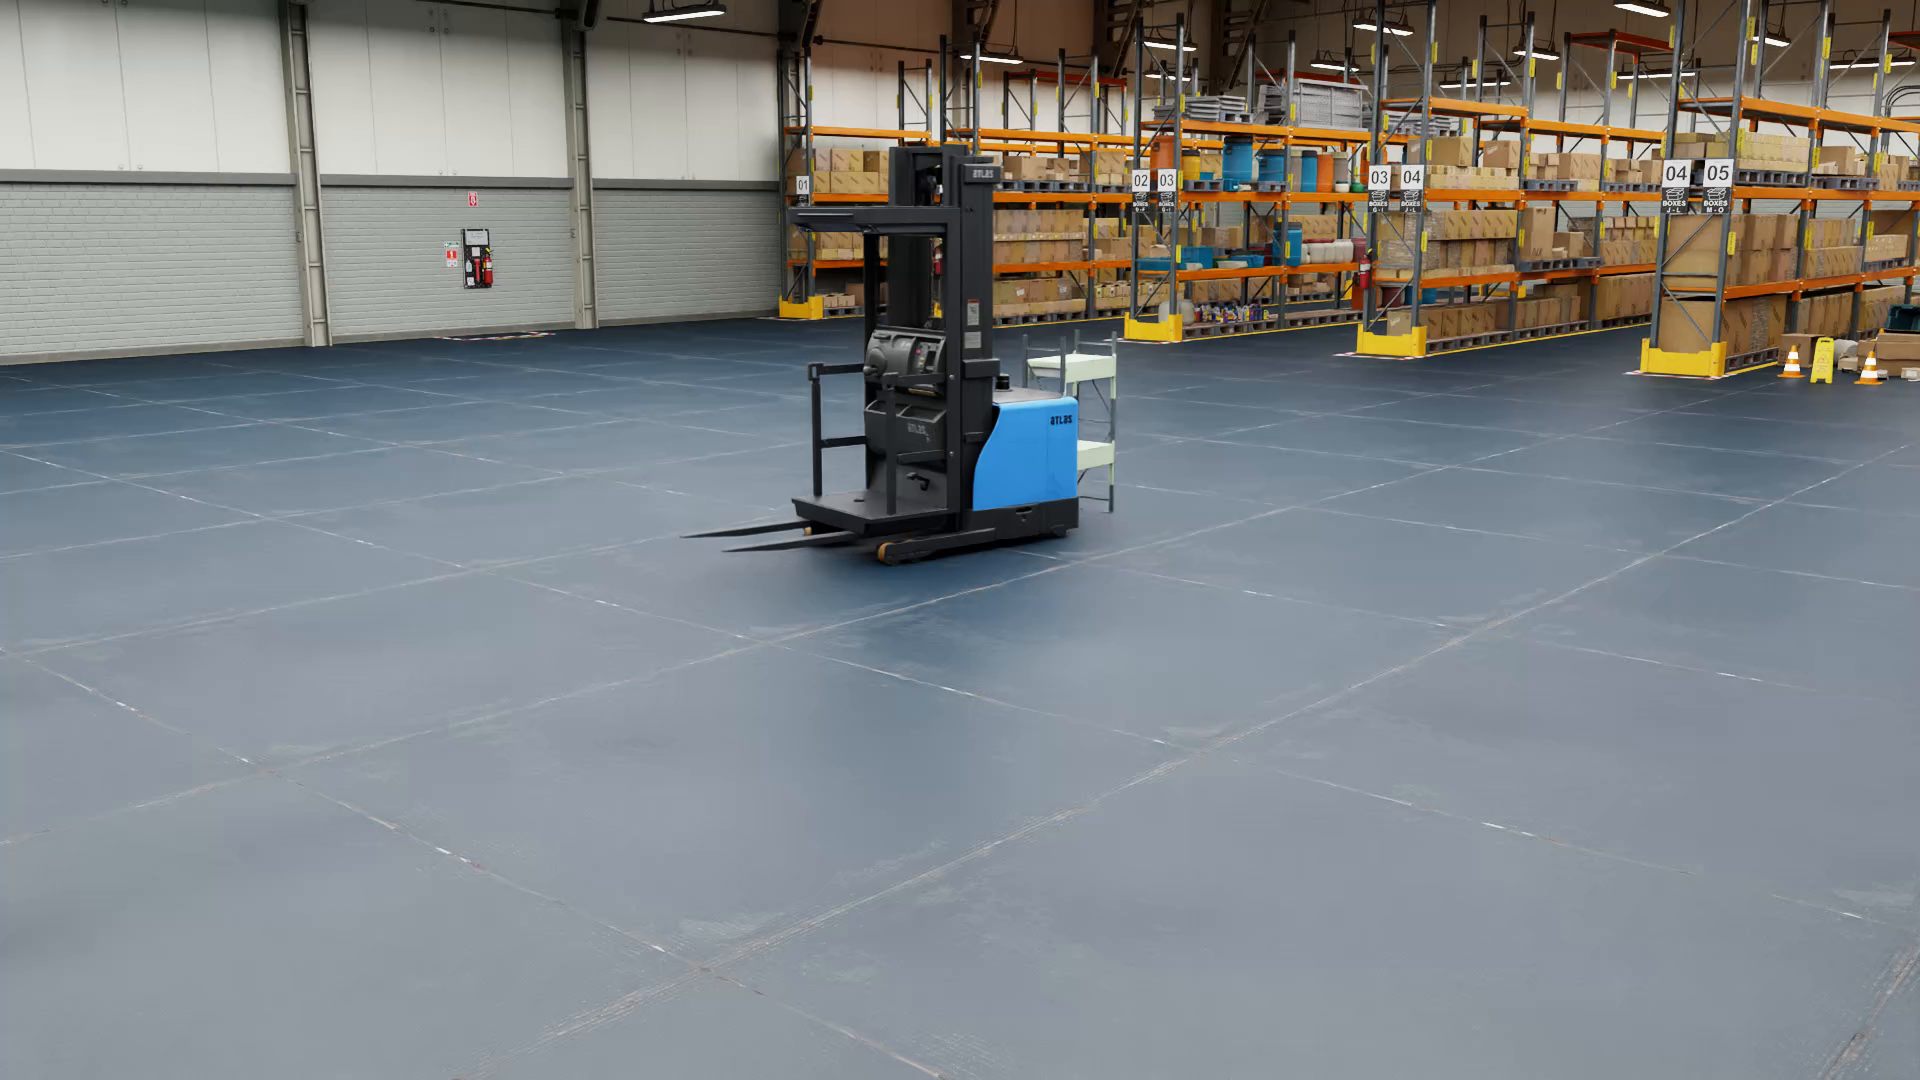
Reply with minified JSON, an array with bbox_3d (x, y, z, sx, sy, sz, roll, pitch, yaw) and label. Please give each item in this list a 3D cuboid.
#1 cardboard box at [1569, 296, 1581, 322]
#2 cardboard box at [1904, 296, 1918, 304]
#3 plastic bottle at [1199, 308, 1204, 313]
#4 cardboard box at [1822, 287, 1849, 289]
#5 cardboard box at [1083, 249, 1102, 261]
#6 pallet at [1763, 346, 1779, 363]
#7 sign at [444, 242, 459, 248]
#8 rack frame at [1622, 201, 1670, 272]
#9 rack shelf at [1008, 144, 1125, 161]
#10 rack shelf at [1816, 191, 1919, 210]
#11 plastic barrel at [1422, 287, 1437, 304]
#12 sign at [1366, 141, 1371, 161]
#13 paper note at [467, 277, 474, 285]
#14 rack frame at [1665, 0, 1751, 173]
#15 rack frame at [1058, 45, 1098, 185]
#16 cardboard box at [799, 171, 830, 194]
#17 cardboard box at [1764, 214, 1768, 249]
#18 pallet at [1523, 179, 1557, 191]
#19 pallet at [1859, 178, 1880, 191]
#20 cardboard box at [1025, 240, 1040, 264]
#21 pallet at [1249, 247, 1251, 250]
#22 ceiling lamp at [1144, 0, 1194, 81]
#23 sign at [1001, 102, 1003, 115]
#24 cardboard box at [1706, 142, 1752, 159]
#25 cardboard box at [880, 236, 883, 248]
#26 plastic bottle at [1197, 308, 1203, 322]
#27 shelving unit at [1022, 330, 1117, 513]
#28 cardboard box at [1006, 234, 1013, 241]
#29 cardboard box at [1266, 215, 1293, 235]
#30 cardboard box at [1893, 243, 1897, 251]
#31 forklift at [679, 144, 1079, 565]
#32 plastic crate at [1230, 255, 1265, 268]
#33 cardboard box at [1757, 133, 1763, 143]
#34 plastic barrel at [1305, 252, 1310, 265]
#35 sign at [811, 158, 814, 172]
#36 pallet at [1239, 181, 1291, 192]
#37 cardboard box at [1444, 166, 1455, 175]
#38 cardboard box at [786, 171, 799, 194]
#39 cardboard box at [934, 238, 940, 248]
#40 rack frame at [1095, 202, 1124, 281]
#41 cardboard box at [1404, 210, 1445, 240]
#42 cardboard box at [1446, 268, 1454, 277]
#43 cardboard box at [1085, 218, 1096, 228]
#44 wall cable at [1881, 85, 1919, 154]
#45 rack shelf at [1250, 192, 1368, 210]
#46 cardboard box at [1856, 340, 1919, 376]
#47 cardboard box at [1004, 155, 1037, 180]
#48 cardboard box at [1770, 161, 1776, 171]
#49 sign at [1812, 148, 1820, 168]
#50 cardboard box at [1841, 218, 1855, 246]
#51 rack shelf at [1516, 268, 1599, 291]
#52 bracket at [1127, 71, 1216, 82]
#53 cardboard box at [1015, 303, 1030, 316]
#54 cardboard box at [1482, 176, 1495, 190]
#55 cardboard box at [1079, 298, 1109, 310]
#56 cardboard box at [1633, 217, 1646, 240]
[{"bbox_3d":[12.283,-4.755,34.121,0.700,0.500,0.500,9,14,37],"label":"cardboard box"},{"bbox_3d":[19.905,-5.040,34.976,0.380,0.149,0.250,9,15,39],"label":"cardboard box"},{"bbox_3d":[4.871,-4.591,33.869,0.152,0.276,0.135,9,15,39],"label":"plastic bottle"},{"bbox_3d":[16.949,-4.769,32.323,0.500,0.250,0.500,10,15,41],"label":"cardboard box"},{"bbox_3d":[2.924,-6.564,38.300,0.500,0.250,0.500,11,16,44],"label":"cardboard box"},{"bbox_3d":[13.169,-3.153,27.958,1.003,0.211,1.213,10,15,40],"label":"pallet"},{"bbox_3d":[-9.974,-5.793,32.614,0.001,0.109,0.331,10,15,40],"label":"sign"},{"bbox_3d":[15.351,-6.455,37.372,1.000,3.000,0.127,10,15,40],"label":"rack frame"},{"bbox_3d":[2.869,-10.475,45.040,1.077,0.370,4.000,10,15,40],"label":"rack shelf"},{"bbox_3d":[17.690,-6.623,32.390,1.077,0.370,4.000,10,15,40],"label":"rack shelf"},{"bbox_3d":[11.259,-6.195,40.353,0.600,0.901,0.708,10,15,40],"label":"plastic barrel"},{"bbox_3d":[7.026,-6.670,28.526,0.100,0.325,0.005,10,15,40],"label":"sign"},{"bbox_3d":[-9.710,-5.135,33.013,0.016,0.148,0.142,10,15,40],"label":"paper note"},{"bbox_3d":[11.089,-6.975,24.660,1.000,3.000,0.127,10,15,40],"label":"rack frame"},{"bbox_3d":[2.631,-9.501,37.307,1.000,3.000,0.127,10,15,40],"label":"rack frame"},{"bbox_3d":[-3.324,-8.158,37.931,0.500,0.500,0.500,10,15,42],"label":"cardboard box"},{"bbox_3d":[12.381,-4.939,26.639,0.875,0.550,0.500,10,15,40],"label":"cardboard box"},{"bbox_3d":[10.558,-6.734,31.590,1.213,0.211,1.003,10,15,40],"label":"pallet"},{"bbox_3d":[15.985,-6.487,30.357,1.213,0.211,1.003,11,16,43],"label":"pallet"},{"bbox_3d":[1.329,-6.315,36.416,0.700,0.500,0.500,10,15,42],"label":"cardboard box"},{"bbox_3d":[7.303,-7.539,43.288,1.003,0.211,1.213,10,15,40],"label":"pallet"},{"bbox_3d":[5.746,-13.695,43.401,0.800,3.185,2.000,10,15,40],"label":"ceiling lamp"},{"bbox_3d":[1.129,-11.337,43.707,0.100,0.325,0.005,10,15,40],"label":"sign"},{"bbox_3d":[11.600,-5.870,25.078,0.500,0.250,0.500,10,15,40],"label":"cardboard box"},{"bbox_3d":[-2.180,-7.170,39.370,0.500,0.500,0.500,10,15,42],"label":"cardboard box"},{"bbox_3d":[4.860,-4.560,33.698,0.061,0.283,0.133,10,15,40],"label":"plastic bottle"},{"bbox_3d":[0.889,-0.926,13.520,0.431,1.500,0.755,9,14,37],"label":"shelving unit"},{"bbox_3d":[0.918,-6.481,35.588,0.380,0.149,0.250,9,15,39],"label":"cardboard box"},{"bbox_3d":[8.435,-8.309,43.845,0.500,0.500,0.500,10,15,42],"label":"cardboard box"},{"bbox_3d":[18.380,-5.828,33.040,0.380,0.149,0.250,9,14,39],"label":"cardboard box"},{"bbox_3d":[-0.568,-1.373,12.103,3.031,2.935,1.130,-8,14,-36],"label":"forklift"},{"bbox_3d":[5.823,-5.648,33.709,0.499,0.251,0.616,10,15,40],"label":"plastic crate"},{"bbox_3d":[12.051,-6.147,25.448,0.380,0.149,0.250,10,15,41],"label":"cardboard box"},{"bbox_3d":[7.339,-6.026,35.574,0.301,0.262,0.301,0,11,0],"label":"plastic barrel"},{"bbox_3d":[-3.325,-8.440,37.421,0.100,0.325,0.005,10,15,40],"label":"sign"},{"bbox_3d":[5.947,-7.178,33.815,1.213,0.211,1.003,10,15,40],"label":"pallet"},{"bbox_3d":[8.337,-6.403,28.816,0.380,0.149,0.250,11,15,43],"label":"cardboard box"},{"bbox_3d":[-3.647,-8.235,38.318,0.500,0.500,0.500,-11,16,-43],"label":"cardboard box"},{"bbox_3d":[-0.731,-7.535,41.398,0.700,0.500,0.500,10,15,41],"label":"cardboard box"},{"bbox_3d":[4.189,-8.376,46.991,1.000,3.000,0.127,10,15,40],"label":"rack frame"},{"bbox_3d":[7.998,-5.421,28.625,0.500,0.500,0.500,10,15,40],"label":"cardboard box"},{"bbox_3d":[8.473,-4.722,29.336,0.380,0.149,0.250,10,15,40],"label":"cardboard box"},{"bbox_3d":[3.391,-8.698,45.621,0.500,0.250,0.500,10,15,41],"label":"cardboard box"},{"bbox_3d":[24.313,-11.949,41.350,2.277,5.999,0.120,10,15,40],"label":"wall cable"},{"bbox_3d":[7.670,-7.331,35.935,1.077,0.370,4.000,10,15,40],"label":"rack shelf"},{"bbox_3d":[14.132,-2.770,25.295,0.797,0.503,0.637,0,11,1],"label":"cardboard box"},{"bbox_3d":[1.293,-7.975,35.636,0.500,0.500,0.500,10,15,40],"label":"cardboard box"},{"bbox_3d":[12.557,-5.868,26.090,0.380,0.149,0.250,10,15,41],"label":"cardboard box"},{"bbox_3d":[14.147,-6.314,27.484,0.100,0.325,0.005,10,15,40],"label":"sign"},{"bbox_3d":[16.066,-5.685,30.709,0.700,0.500,0.500,10,15,40],"label":"cardboard box"},{"bbox_3d":[11.390,-5.220,33.023,1.077,0.370,4.000,10,15,40],"label":"rack shelf"},{"bbox_3d":[6.242,-13.693,49.101,0.076,0.066,4.783,10,15,40],"label":"bracket"},{"bbox_3d":[1.170,-5.026,36.166,0.500,0.250,0.500,10,15,40],"label":"cardboard box"},{"bbox_3d":[9.280,-6.424,29.938,0.500,0.250,0.500,10,15,40],"label":"cardboard box"},{"bbox_3d":[3.084,-5.444,38.259,0.500,0.250,0.500,9,15,39],"label":"cardboard box"},{"bbox_3d":[14.474,-6.802,36.290,0.797,0.503,0.637,10,15,41],"label":"cardboard box"}]
